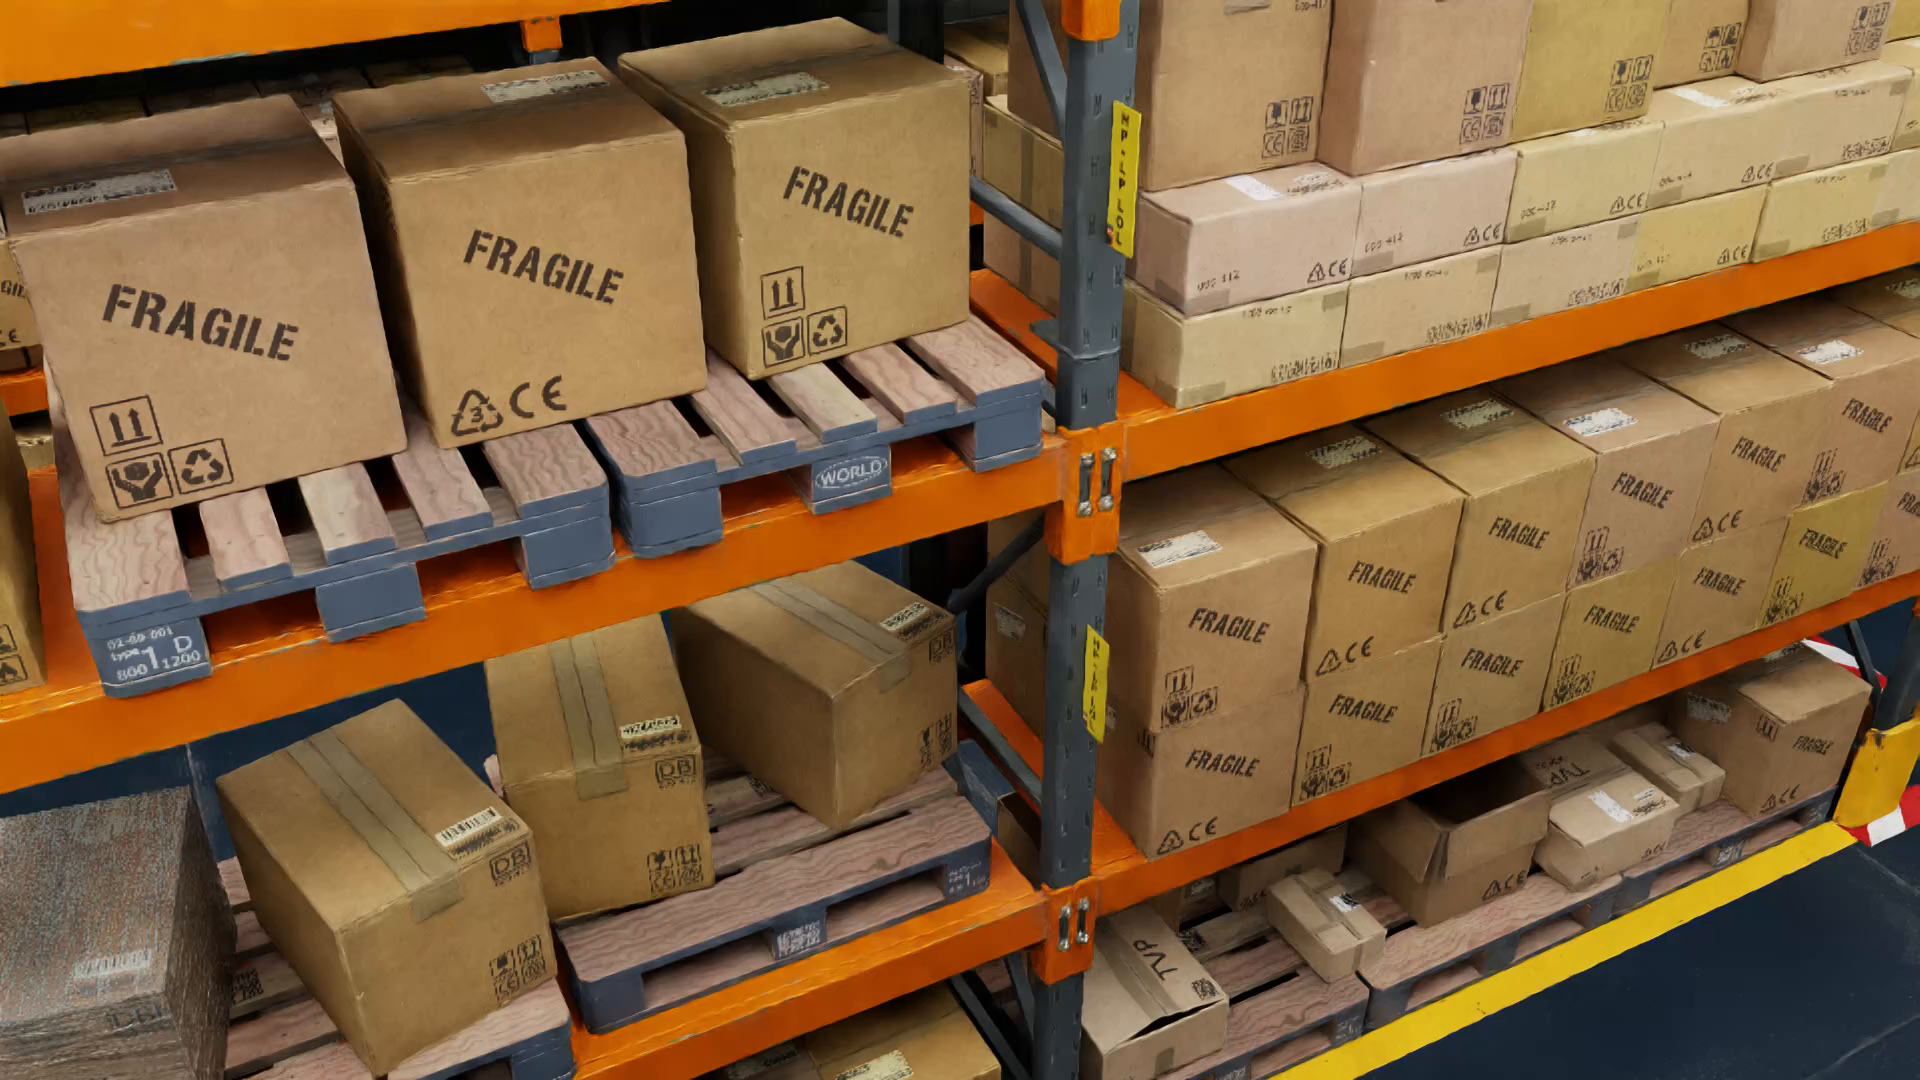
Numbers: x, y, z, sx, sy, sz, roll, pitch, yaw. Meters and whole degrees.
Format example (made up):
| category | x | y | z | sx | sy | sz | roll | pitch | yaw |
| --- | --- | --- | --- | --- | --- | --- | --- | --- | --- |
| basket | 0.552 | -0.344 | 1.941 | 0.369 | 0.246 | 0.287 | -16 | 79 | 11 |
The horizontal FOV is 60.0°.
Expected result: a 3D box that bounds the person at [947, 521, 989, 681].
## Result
| category | x | y | z | sx | sy | sz | roll | pitch | yaw |
| --- | --- | --- | --- | --- | --- | --- | --- | --- | --- |
| person | -0.034 | -0.081 | 7.250 | 0.593 | 1.778 | 0.403 | -17 | 36 | -24 |
